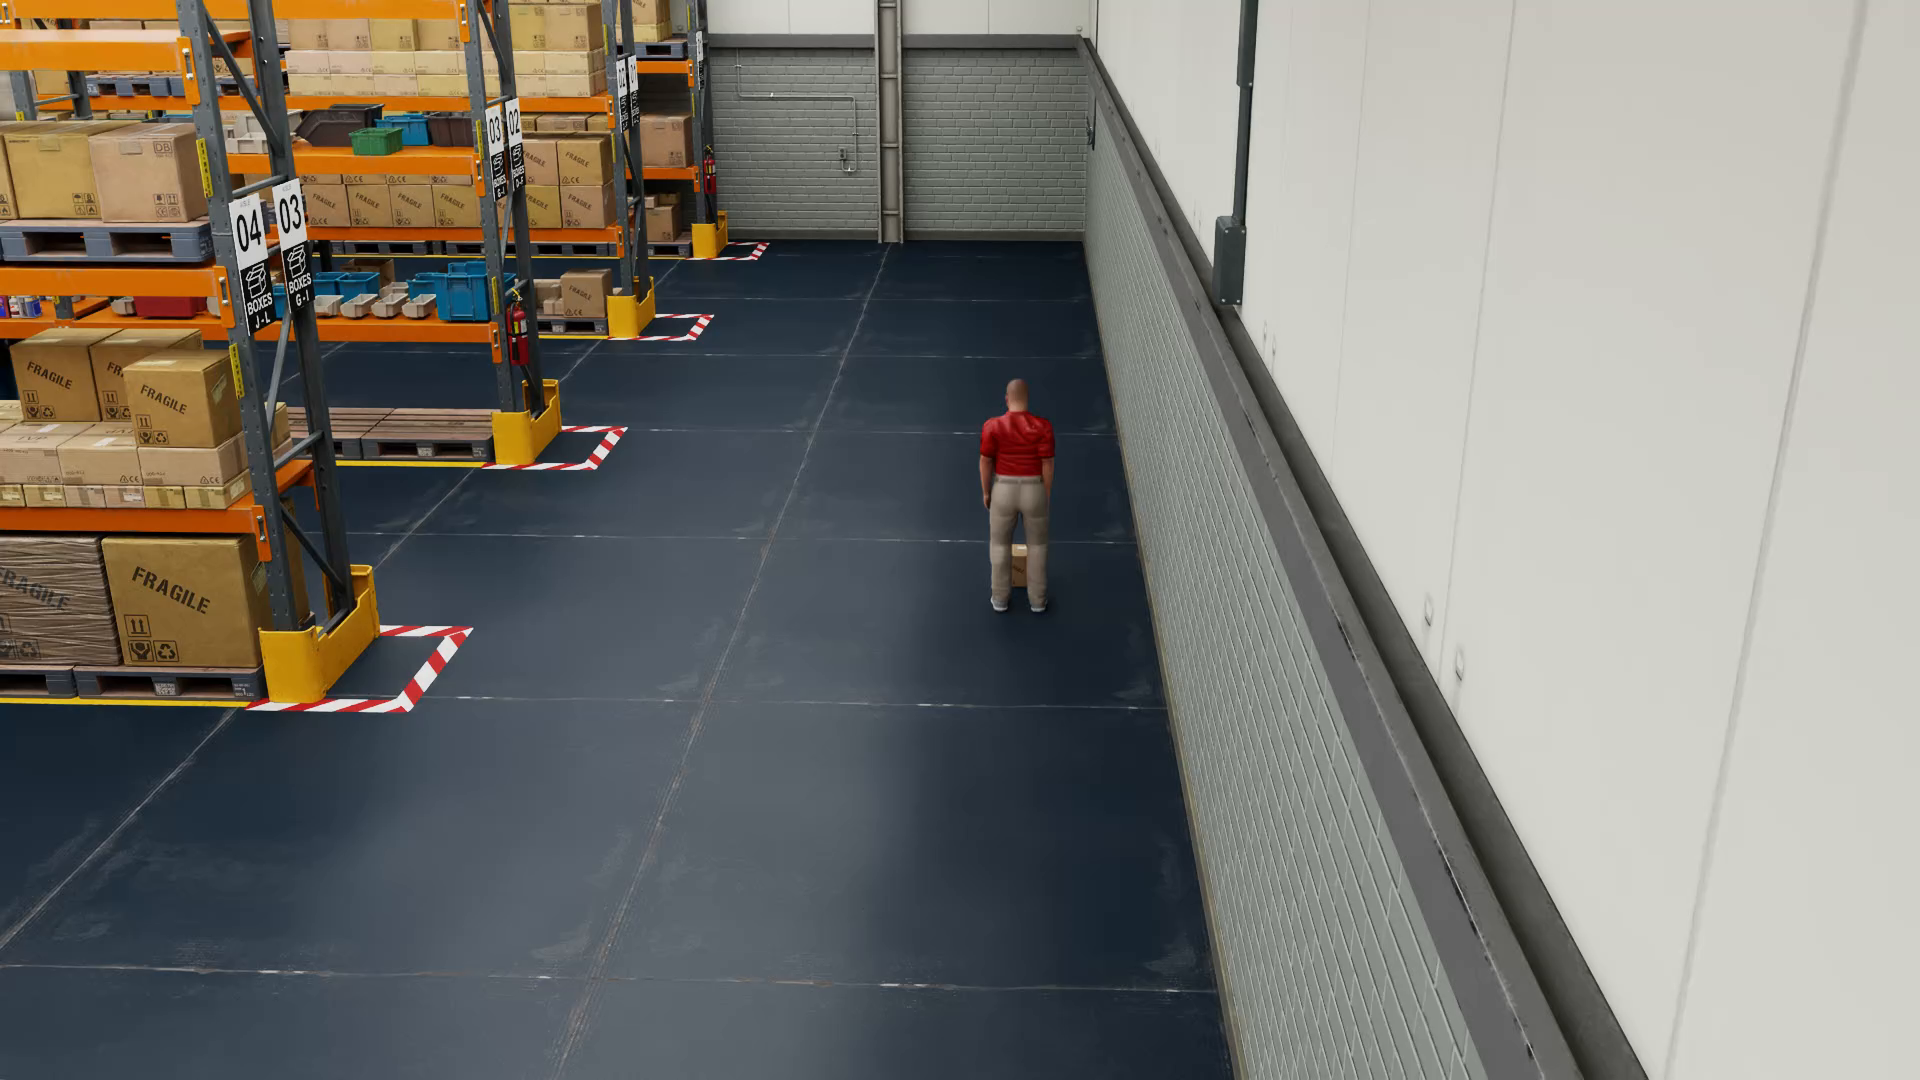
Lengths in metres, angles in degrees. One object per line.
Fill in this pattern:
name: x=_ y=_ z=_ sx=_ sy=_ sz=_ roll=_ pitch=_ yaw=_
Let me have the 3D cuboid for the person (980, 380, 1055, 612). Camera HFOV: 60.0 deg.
person: x=0.407 y=-0.314 z=11.961 sx=0.532 sy=1.719 sz=0.357 roll=1 pitch=21 yaw=3
